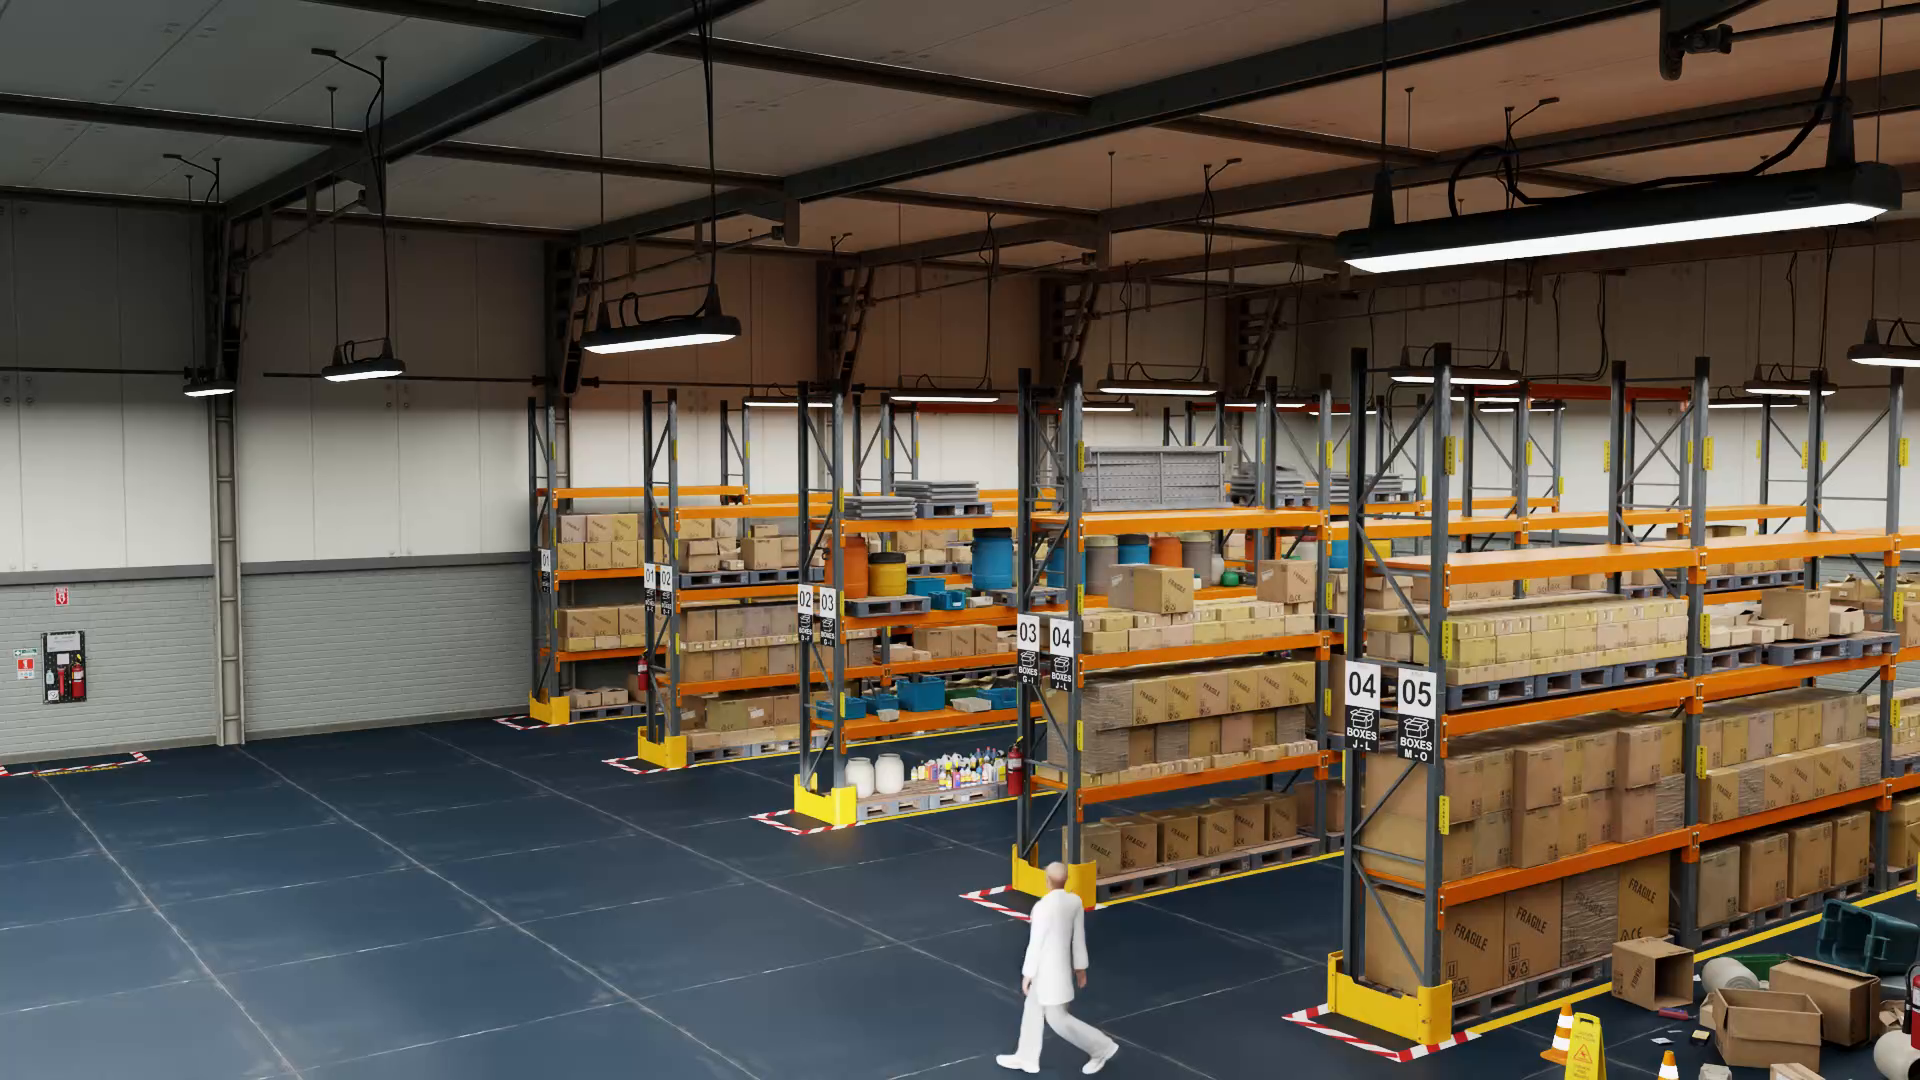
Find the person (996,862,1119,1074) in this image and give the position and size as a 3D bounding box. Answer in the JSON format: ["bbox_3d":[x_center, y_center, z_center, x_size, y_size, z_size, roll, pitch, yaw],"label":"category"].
[{"bbox_3d":[0.789,3.586,13.514,0.996,1.557,0.535,0,3,3],"label":"person"}]
